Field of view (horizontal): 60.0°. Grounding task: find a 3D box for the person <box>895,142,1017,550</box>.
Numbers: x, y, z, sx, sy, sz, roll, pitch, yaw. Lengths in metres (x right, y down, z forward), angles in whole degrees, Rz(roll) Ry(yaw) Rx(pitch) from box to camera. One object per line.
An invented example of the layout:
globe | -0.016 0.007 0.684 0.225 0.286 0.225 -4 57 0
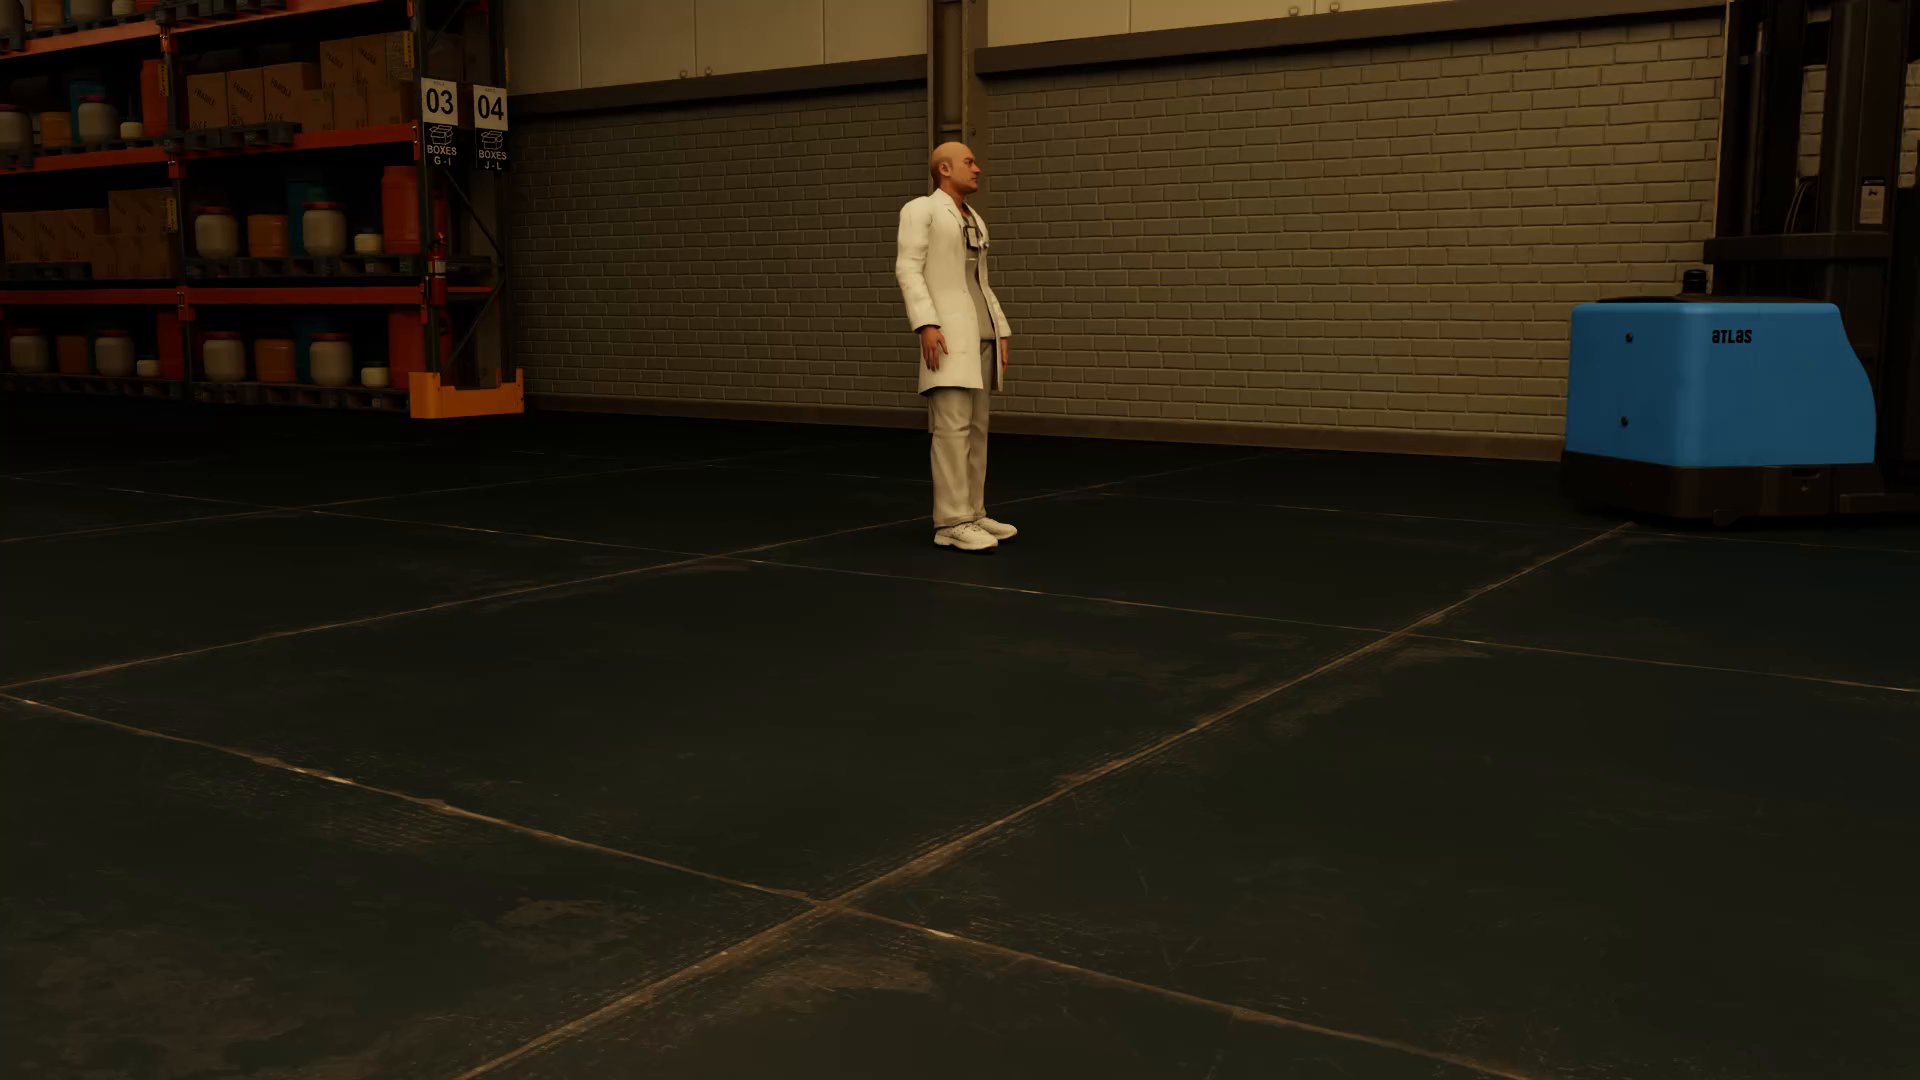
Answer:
person | 0.072 -0.879 7.424 0.581 1.775 0.694 5 10 34

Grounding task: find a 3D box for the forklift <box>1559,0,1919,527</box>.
forklift | 4.717 -1.598 8.431 3.031 2.935 1.130 -2 8 -13
